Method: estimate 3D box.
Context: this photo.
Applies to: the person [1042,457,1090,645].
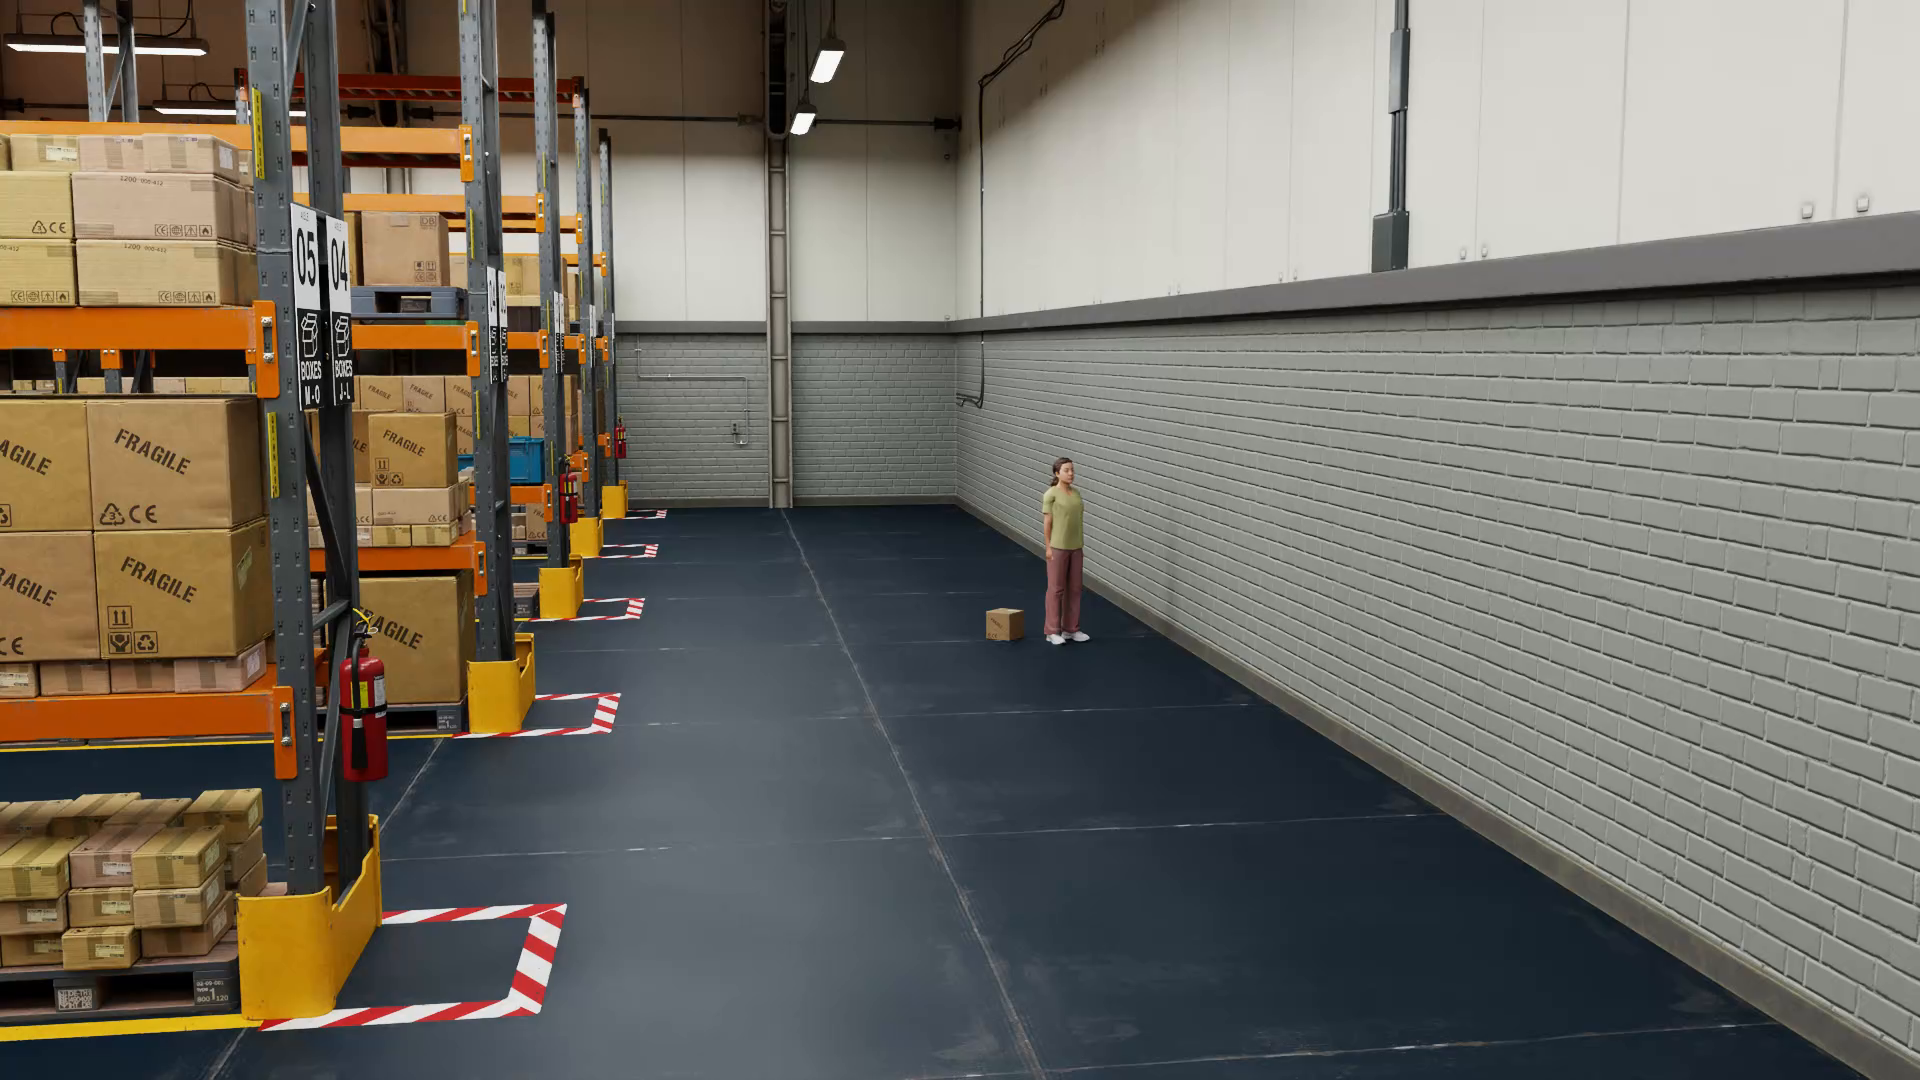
[{"bbox_3d":[0.954,0.087,15.057,0.426,1.671,0.389,-5,8,-38],"label":"person"}]
